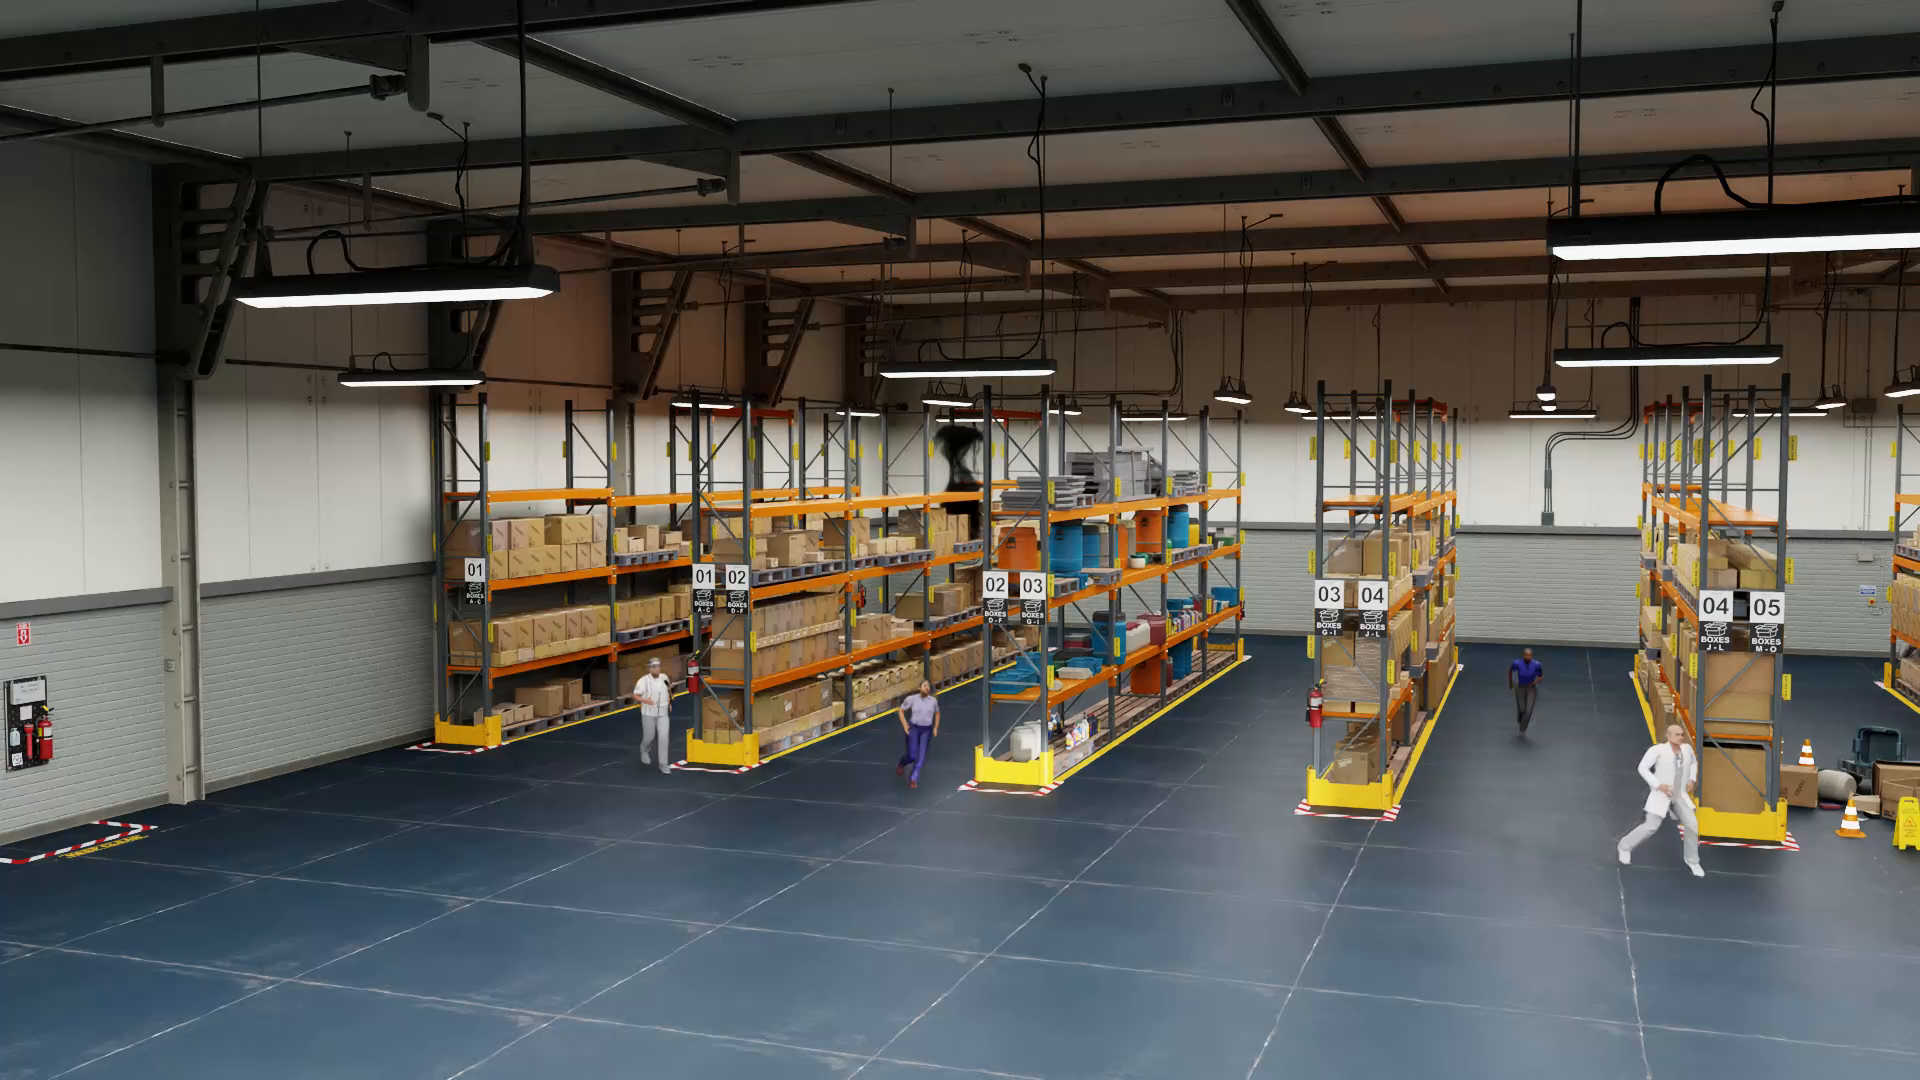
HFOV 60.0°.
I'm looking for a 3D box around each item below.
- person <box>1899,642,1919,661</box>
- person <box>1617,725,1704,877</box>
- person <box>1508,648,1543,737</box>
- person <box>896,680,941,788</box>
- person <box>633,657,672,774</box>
[{"bbox_3d":[20.675,2.249,35.984,0.724,1.738,0.577,1,3,14],"label":"person"},{"bbox_3d":[8.434,3.086,19.882,0.937,1.778,0.832,-1,3,-13],"label":"person"},{"bbox_3d":[9.937,2.682,29.219,0.563,1.574,0.689,1,3,11],"label":"person"},{"bbox_3d":[-0.588,2.885,24.976,0.653,1.578,0.629,-1,3,-17],"label":"person"},{"bbox_3d":[-4.785,2.717,26.030,0.658,1.773,1.000,-2,3,-27],"label":"person"}]
